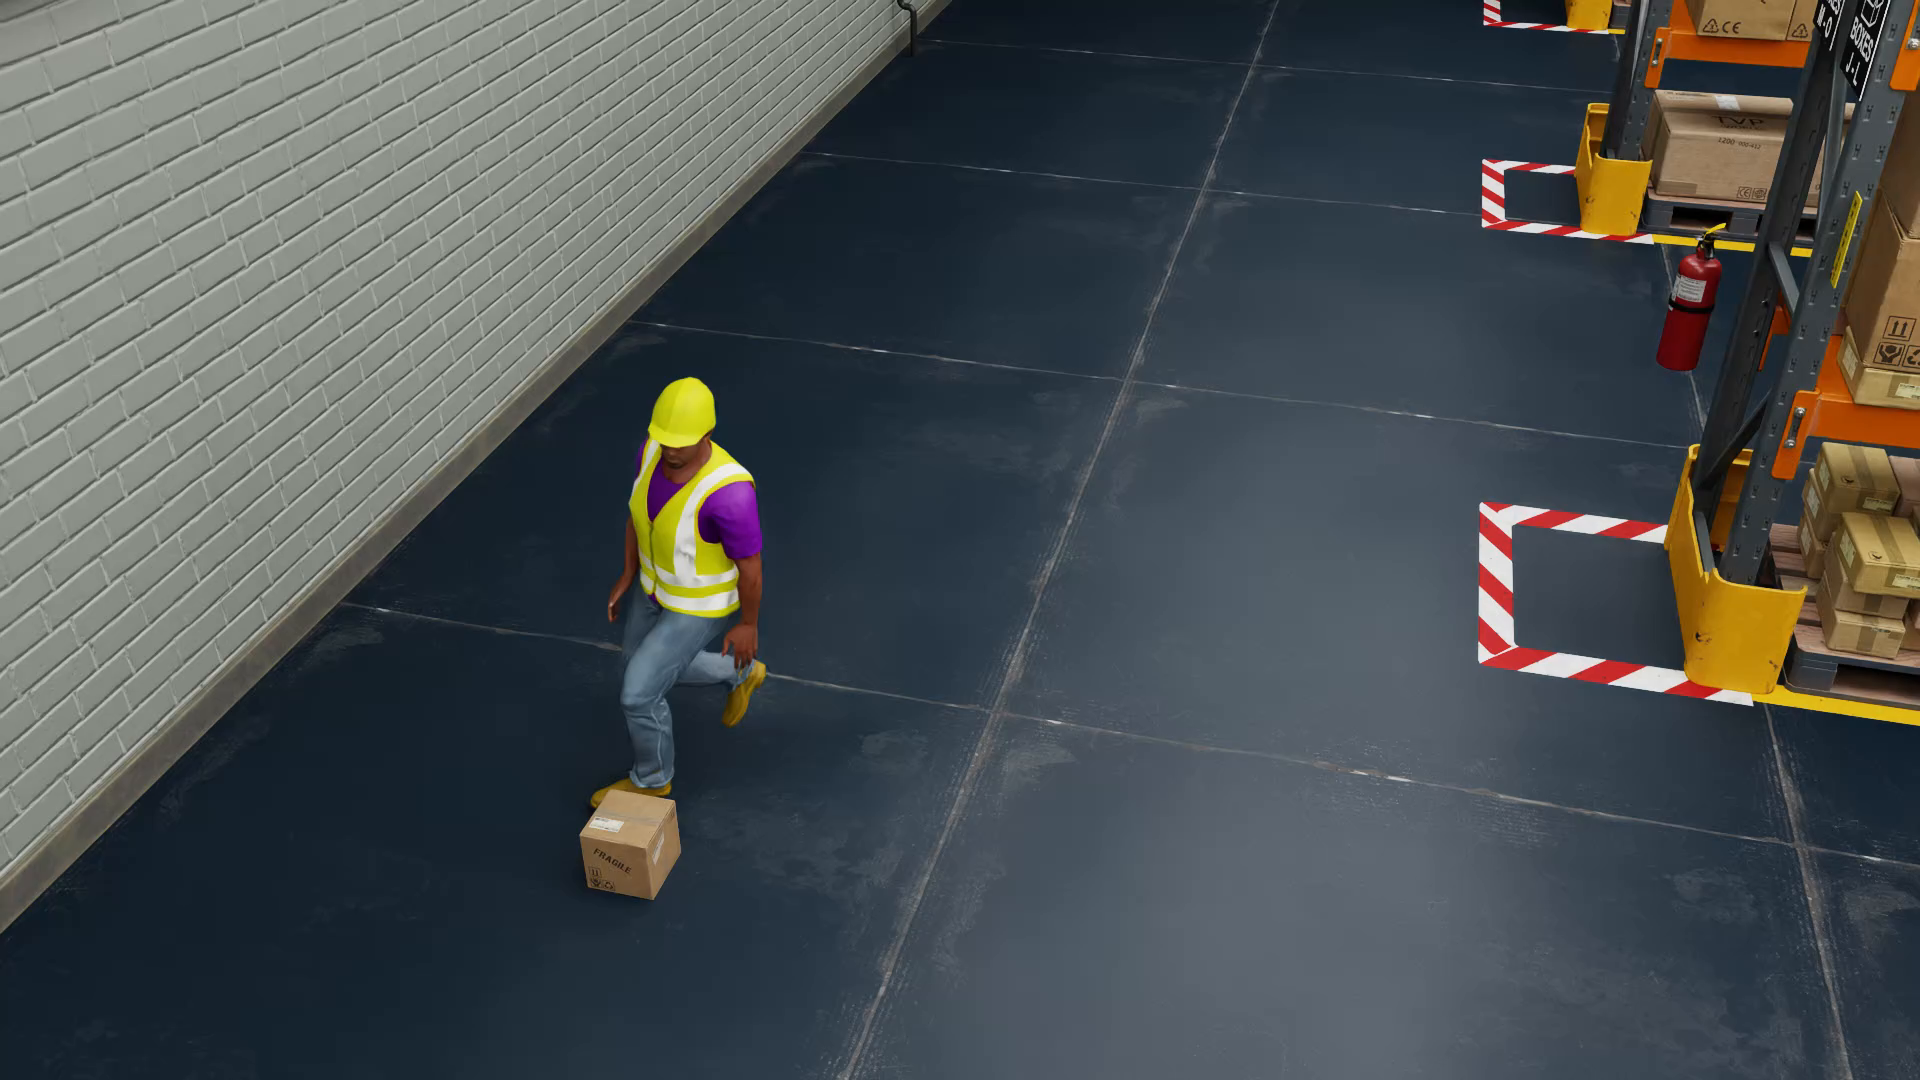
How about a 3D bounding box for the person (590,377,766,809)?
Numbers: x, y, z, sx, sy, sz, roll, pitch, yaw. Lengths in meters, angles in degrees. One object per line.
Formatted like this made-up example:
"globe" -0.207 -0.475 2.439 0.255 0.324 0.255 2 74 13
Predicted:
"person" -1.018 0.195 5.897 0.801 1.675 0.561 -24 40 -32
